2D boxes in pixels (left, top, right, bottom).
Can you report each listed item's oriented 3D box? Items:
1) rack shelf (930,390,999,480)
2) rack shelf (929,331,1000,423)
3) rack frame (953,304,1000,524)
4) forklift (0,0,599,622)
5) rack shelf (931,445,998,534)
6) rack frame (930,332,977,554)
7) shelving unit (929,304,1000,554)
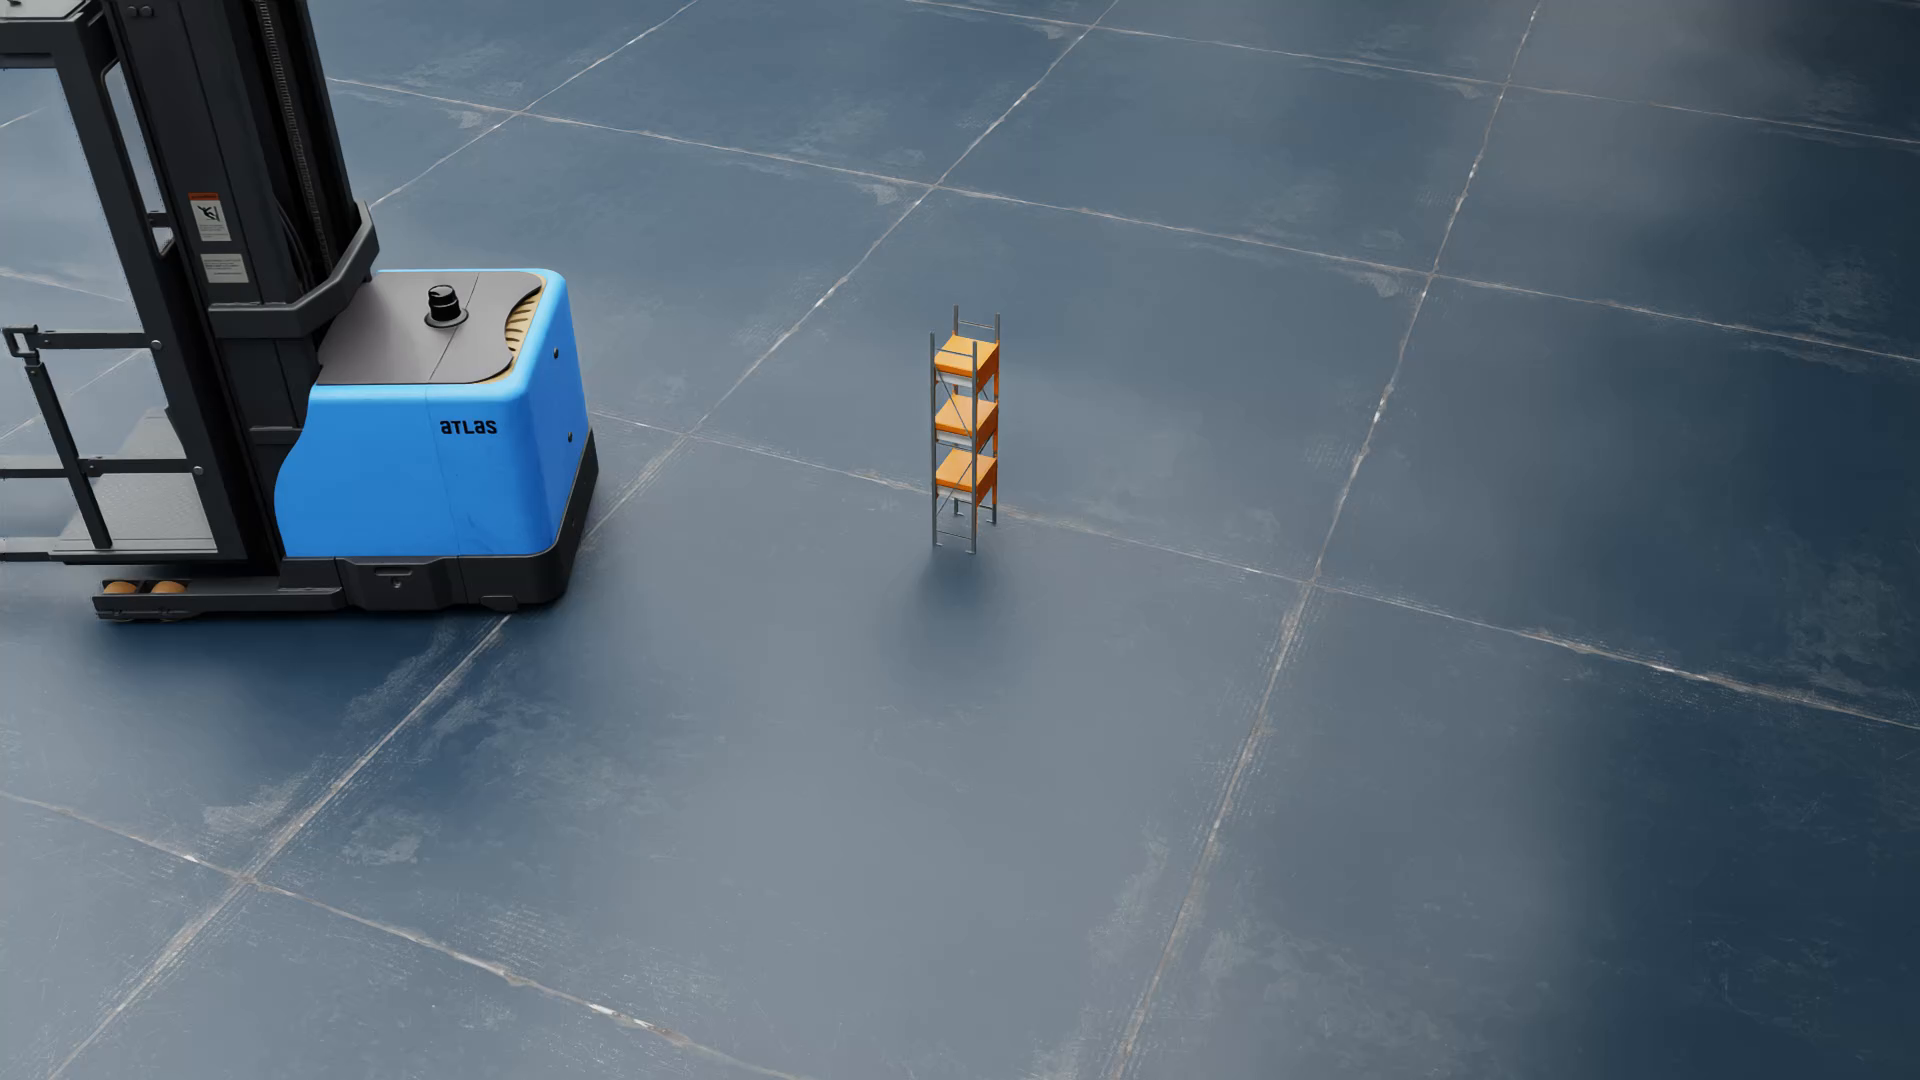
[{"bbox_3d":[0.020,-0.442,6.982,0.215,0.259,0.240,14,39,18],"label":"rack shelf"},{"bbox_3d":[0.020,-0.669,6.812,0.215,0.259,0.240,14,39,18],"label":"rack shelf"},{"bbox_3d":[0.067,-0.518,7.066,0.200,1.050,0.008,14,39,18],"label":"rack frame"},{"bbox_3d":[-3.147,-1.159,6.352,3.031,2.935,1.130,-1,37,-1],"label":"forklift"},{"bbox_3d":[0.020,-0.219,7.148,0.215,0.259,0.240,14,39,18],"label":"rack shelf"},{"bbox_3d":[-0.026,-0.383,6.885,0.200,1.050,0.008,14,39,18],"label":"rack frame"},{"bbox_3d":[0.020,-0.450,6.975,0.215,1.050,0.252,14,39,18],"label":"shelving unit"}]
